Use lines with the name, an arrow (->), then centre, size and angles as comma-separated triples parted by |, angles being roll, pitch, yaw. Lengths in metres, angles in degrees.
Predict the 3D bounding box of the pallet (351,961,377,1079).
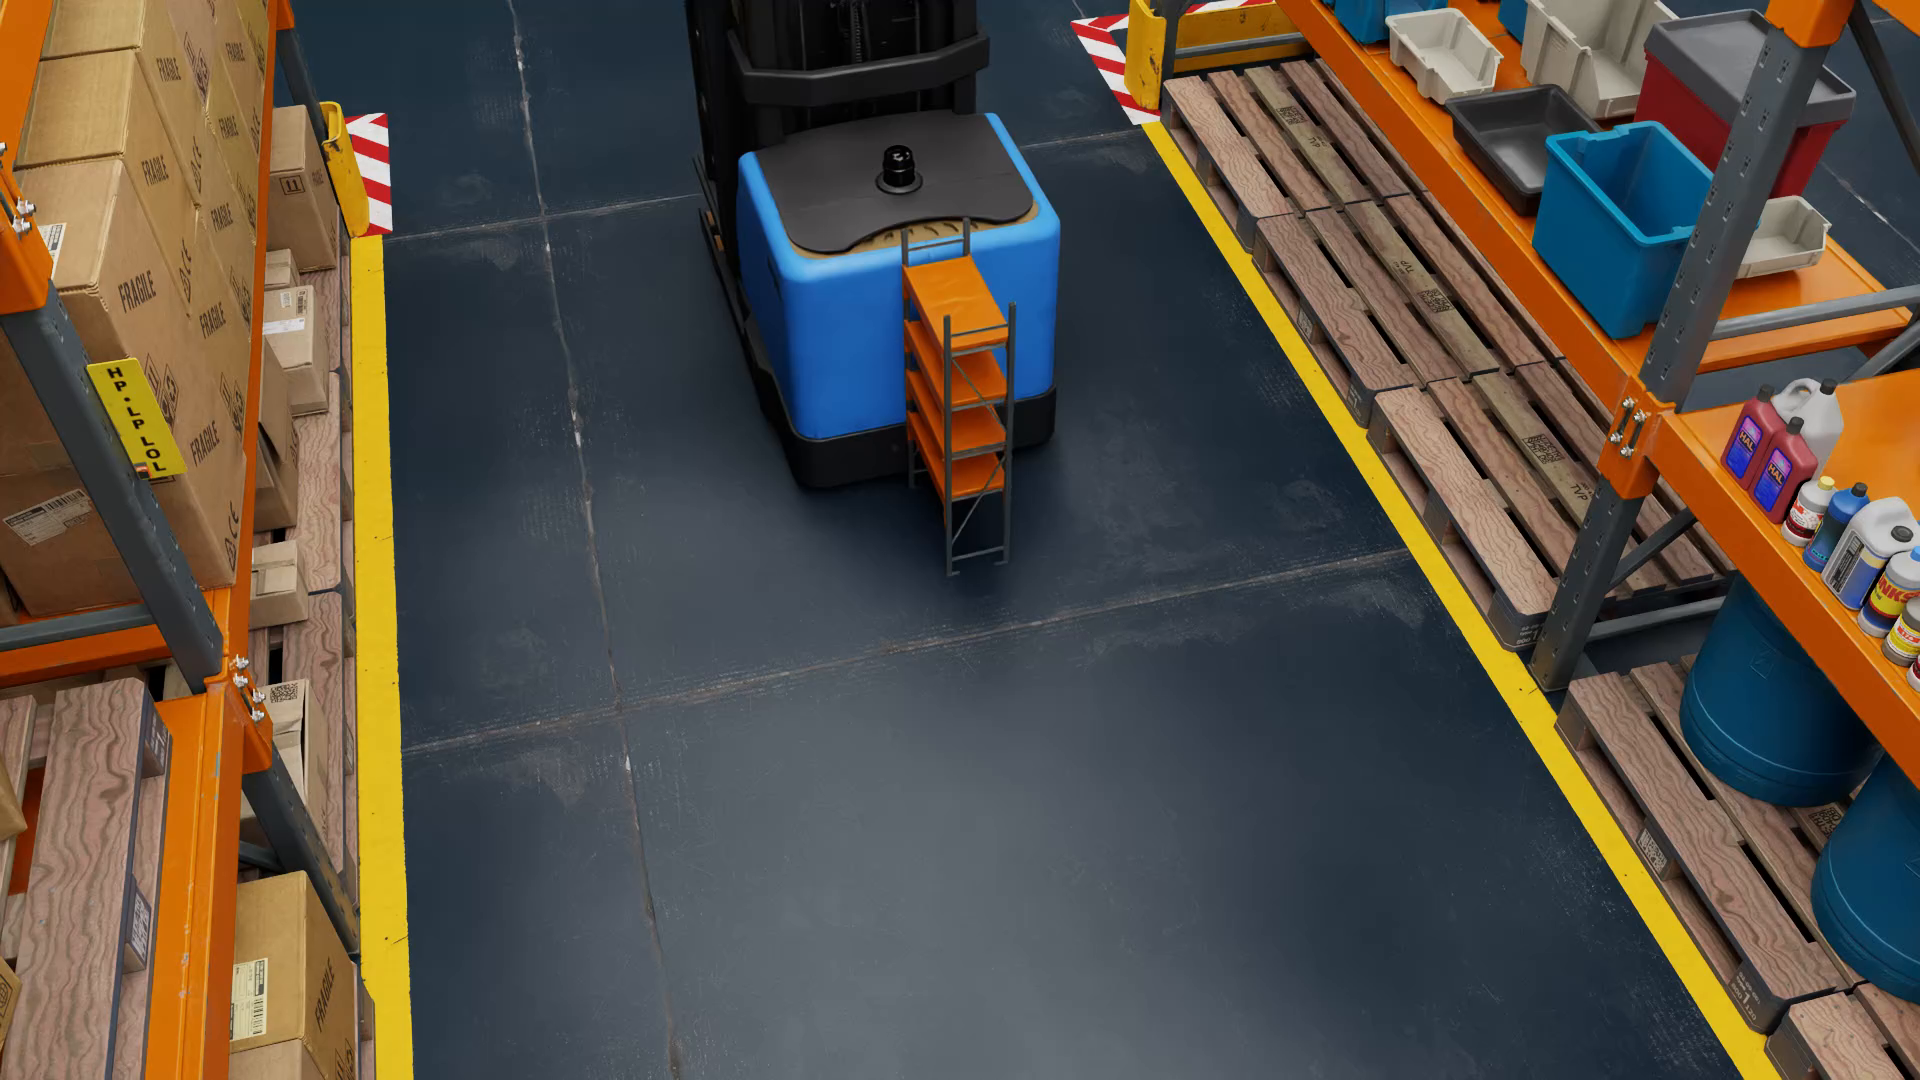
pallet -> -2.065, 1.782, 4.356 | 1.003, 0.211, 1.213 | -11, 47, -10

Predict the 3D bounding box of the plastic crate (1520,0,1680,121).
plastic crate -> 2.267, -1.719, 5.876 | 0.437, 0.282, 0.530 | -11, 47, -10

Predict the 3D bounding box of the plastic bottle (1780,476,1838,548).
plastic bottle -> 2.242, -0.083, 4.370 | 0.097, 0.201, 0.097 | 0, 46, 0

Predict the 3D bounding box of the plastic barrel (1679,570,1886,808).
plastic barrel -> 2.602, 0.314, 5.017 | 0.600, 0.901, 0.708 | -11, 47, -10

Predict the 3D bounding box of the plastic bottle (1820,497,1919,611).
plastic bottle -> 2.323, 0.033, 4.204 | 0.152, 0.276, 0.135 | -11, 47, -10

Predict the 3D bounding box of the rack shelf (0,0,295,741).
rack shelf -> -2.822, -0.878, 5.514 | 1.077, 0.370, 4.000 | -11, 47, -10

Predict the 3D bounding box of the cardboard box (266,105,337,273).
cardboard box -> -2.956, -1.459, 7.022 | 0.500, 0.500, 0.500 | -11, 47, -10

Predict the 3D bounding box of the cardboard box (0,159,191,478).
cardboard box -> -2.158, -0.511, 3.880 | 0.500, 0.500, 0.500 | -10, 46, -9

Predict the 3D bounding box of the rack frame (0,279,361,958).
rack frame -> -2.310, 0.251, 3.904 | 1.000, 3.000, 0.127 | -11, 47, -10

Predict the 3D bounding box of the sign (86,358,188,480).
sign -> -1.774, -0.258, 3.592 | 0.100, 0.325, 0.005 | -11, 47, -10

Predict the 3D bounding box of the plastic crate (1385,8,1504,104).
plastic crate -> 1.743, -1.728, 5.986 | 0.293, 0.136, 0.466 | -11, 47, -10

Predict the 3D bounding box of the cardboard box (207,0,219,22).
cardboard box -> -2.687, -1.933, 5.274 | 0.500, 0.500, 0.500 | -10, 46, -9

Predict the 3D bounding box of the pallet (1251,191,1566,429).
pallet -> 1.938, -1.020, 7.102 | 1.003, 0.211, 1.213 | -11, 47, -10

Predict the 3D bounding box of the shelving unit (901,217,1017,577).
shelving unit -> -0.009, -0.479, 5.879 | 0.258, 1.200, 0.503 | -13, 47, -12

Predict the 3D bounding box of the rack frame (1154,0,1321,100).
rack frame -> 1.456, -3.414, 7.495 | 1.000, 3.000, 0.127 | -11, 47, -10

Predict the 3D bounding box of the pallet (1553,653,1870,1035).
pallet -> 2.637, 0.864, 5.255 | 1.003, 0.211, 1.213 | -11, 47, -10

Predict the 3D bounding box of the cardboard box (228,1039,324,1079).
cardboard box -> -1.788, 1.603, 4.021 | 0.500, 0.500, 0.500 | -11, 47, -10

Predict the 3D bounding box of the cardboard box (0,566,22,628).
cardboard box -> -2.686, -0.082, 4.160 | 0.500, 0.500, 0.500 | -10, 46, -10

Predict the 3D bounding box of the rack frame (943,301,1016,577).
rack frame -> 0.064, -0.312, 5.716 | 0.240, 1.200, 0.015 | -13, 47, -12

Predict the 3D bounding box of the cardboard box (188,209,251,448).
cardboard box -> -2.311, -0.538, 4.607 | 0.500, 0.500, 0.500 | -10, 46, -10

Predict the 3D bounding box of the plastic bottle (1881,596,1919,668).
plastic bottle -> 2.352, 0.212, 4.081 | 0.097, 0.201, 0.097 | 0, 46, 0

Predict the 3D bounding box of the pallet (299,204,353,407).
pallet -> -3.109, -0.932, 7.015 | 1.003, 0.211, 1.213 | -11, 47, -10

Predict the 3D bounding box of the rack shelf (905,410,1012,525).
rack shelf -> -0.009, -0.293, 6.069 | 0.258, 0.148, 0.480 | -13, 47, -12

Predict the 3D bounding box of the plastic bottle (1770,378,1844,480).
plastic bottle -> 2.267, -0.304, 4.483 | 0.144, 0.351, 0.185 | -11, 47, -10

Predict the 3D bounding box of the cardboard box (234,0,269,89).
cardboard box -> -2.820, -1.928, 5.970 | 0.500, 0.500, 0.500 | -10, 46, -10

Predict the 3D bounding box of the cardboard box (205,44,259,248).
cardboard box -> -2.568, -1.235, 5.290 | 0.500, 0.500, 0.500 | -11, 47, -11

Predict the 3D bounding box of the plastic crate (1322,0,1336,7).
plastic crate -> 1.538, -2.236, 6.417 | 0.416, 0.233, 0.300 | -11, 47, -10

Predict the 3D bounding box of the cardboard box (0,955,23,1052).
cardboard box -> -2.167, 0.900, 2.903 | 0.700, 0.500, 0.500 | -4, 46, -4

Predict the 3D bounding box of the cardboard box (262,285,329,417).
cardboard box -> -2.742, -0.710, 6.463 | 0.500, 0.250, 0.500 | -11, 47, -10

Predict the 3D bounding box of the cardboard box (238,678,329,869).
cardboard box -> -2.208, 0.709, 5.030 | 0.500, 0.311, 0.500 | -11, 47, -10

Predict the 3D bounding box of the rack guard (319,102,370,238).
rack guard -> -3.314, -1.583, 7.451 | 1.175, 0.500, 0.348 | -11, 47, -10

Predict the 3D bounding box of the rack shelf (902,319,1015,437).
rack shelf -> -0.009, -0.588, 5.767 | 0.258, 0.148, 0.480 | -13, 47, -12

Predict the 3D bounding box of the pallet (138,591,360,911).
pallet -> -2.485, 0.753, 5.364 | 1.003, 0.211, 1.213 | -11, 47, -10

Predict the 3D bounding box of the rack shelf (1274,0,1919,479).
rack shelf -> 1.968, -1.781, 6.399 | 1.077, 0.370, 4.000 | -11, 47, -10

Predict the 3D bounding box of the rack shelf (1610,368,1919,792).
rack shelf -> 2.992, 0.981, 3.692 | 1.077, 0.370, 4.000 | -11, 47, -10

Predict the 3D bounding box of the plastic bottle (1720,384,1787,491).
plastic bottle -> 2.161, -0.280, 4.506 | 0.061, 0.283, 0.133 | -11, 47, -10

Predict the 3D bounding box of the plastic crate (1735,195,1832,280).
plastic crate -> 2.499, -0.928, 5.202 | 0.396, 0.136, 0.243 | -11, 47, -10

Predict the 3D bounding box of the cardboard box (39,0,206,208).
cardboard box -> -2.422, -1.222, 4.577 | 0.500, 0.500, 0.500 | -12, 47, -11

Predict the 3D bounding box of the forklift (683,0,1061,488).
forklift -> -0.544, -2.298, 6.450 | 1.130, 2.935, 3.031 | -12, 47, -12

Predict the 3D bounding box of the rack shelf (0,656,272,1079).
rack shelf -> -1.798, 1.884, 2.807 | 1.077, 0.370, 4.000 | -11, 47, -10

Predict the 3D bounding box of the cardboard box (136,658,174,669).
cardboard box -> -2.922, 0.179, 5.549 | 0.500, 0.311, 0.500 | -11, 47, -10
